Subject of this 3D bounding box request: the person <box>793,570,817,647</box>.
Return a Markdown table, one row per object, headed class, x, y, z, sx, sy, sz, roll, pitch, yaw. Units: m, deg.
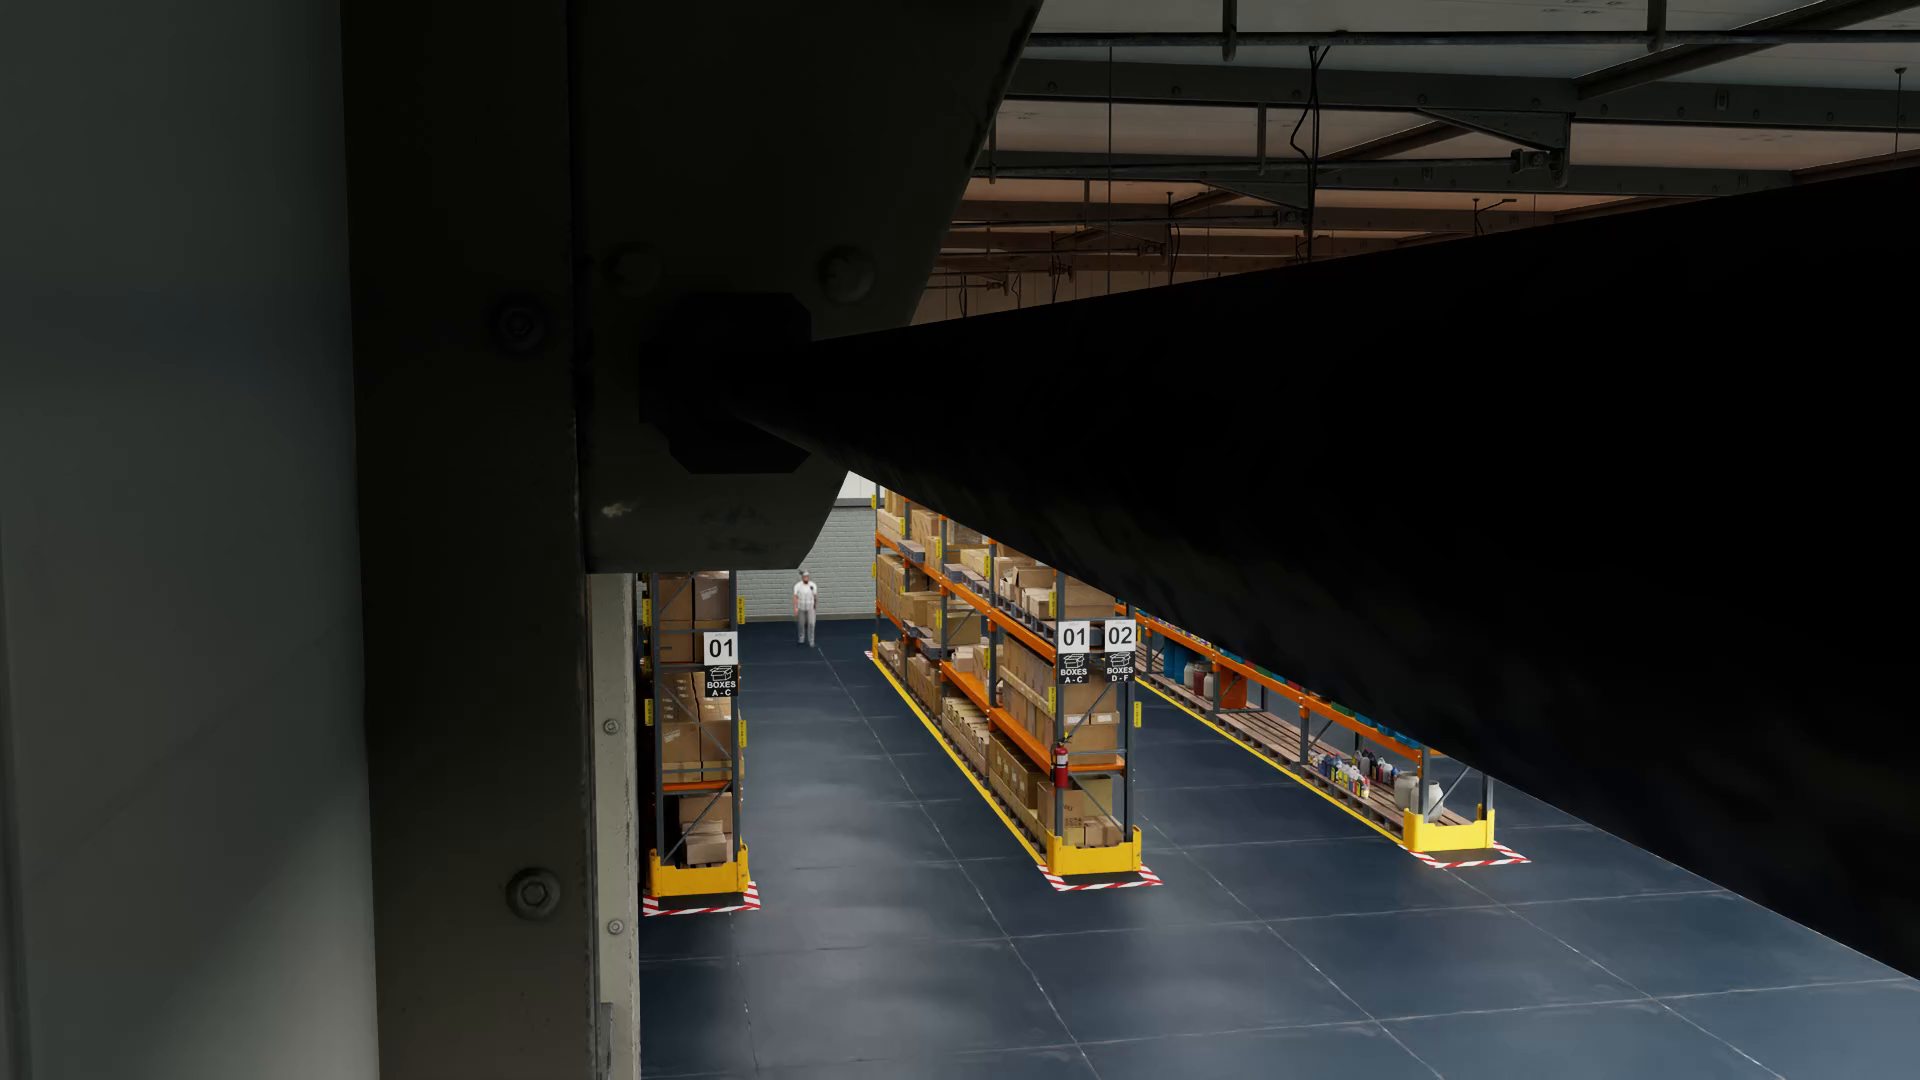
| class | x | y | z | sx | sy | sz | roll | pitch | yaw |
| --- | --- | --- | --- | --- | --- | --- | --- | --- | --- |
| person | -3.532 | 1.547 | 37.992 | 0.543 | 1.716 | 1.015 | -1 | 6 | -9 |
